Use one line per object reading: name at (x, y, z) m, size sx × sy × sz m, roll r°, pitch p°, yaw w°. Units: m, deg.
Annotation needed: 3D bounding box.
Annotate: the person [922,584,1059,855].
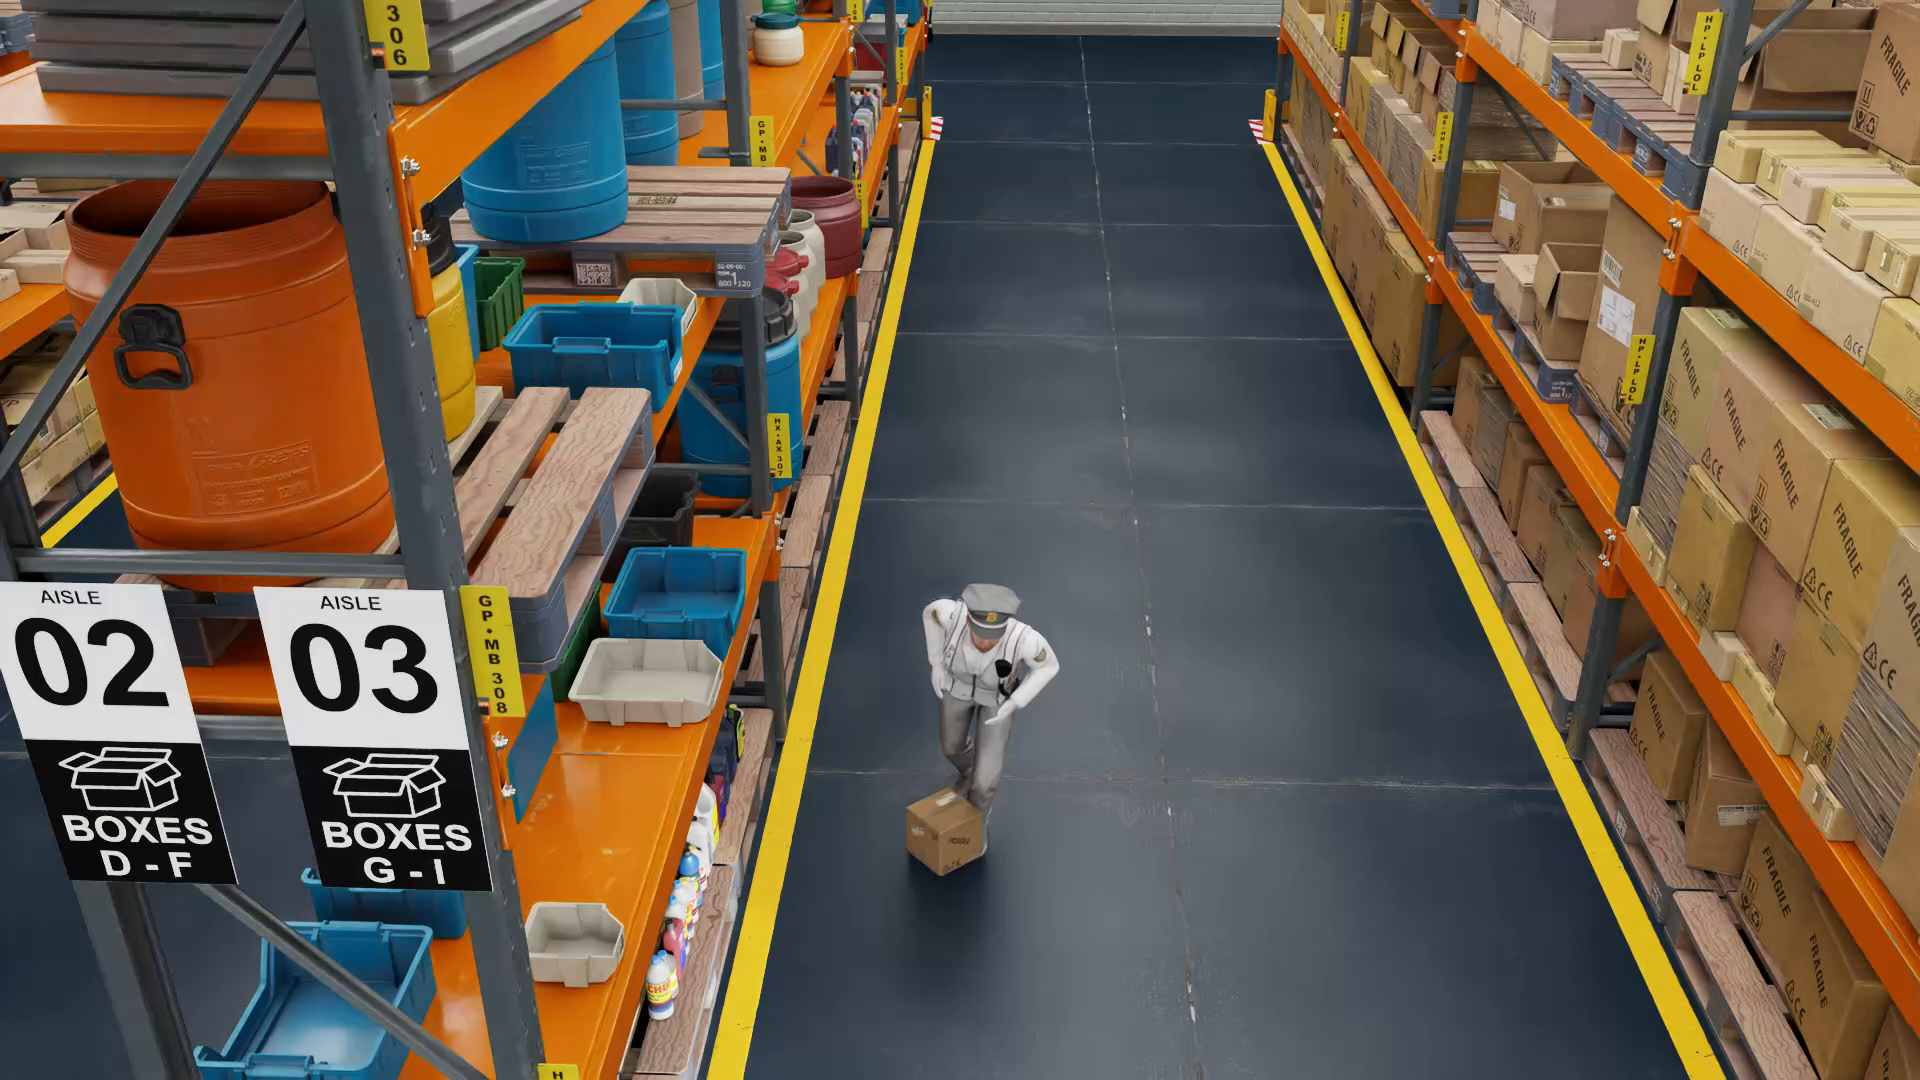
person at (0.131, 0.734, 7.458) m, size 0.629 × 1.483 × 0.819 m, roll 7°, pitch 29°, yaw 13°
